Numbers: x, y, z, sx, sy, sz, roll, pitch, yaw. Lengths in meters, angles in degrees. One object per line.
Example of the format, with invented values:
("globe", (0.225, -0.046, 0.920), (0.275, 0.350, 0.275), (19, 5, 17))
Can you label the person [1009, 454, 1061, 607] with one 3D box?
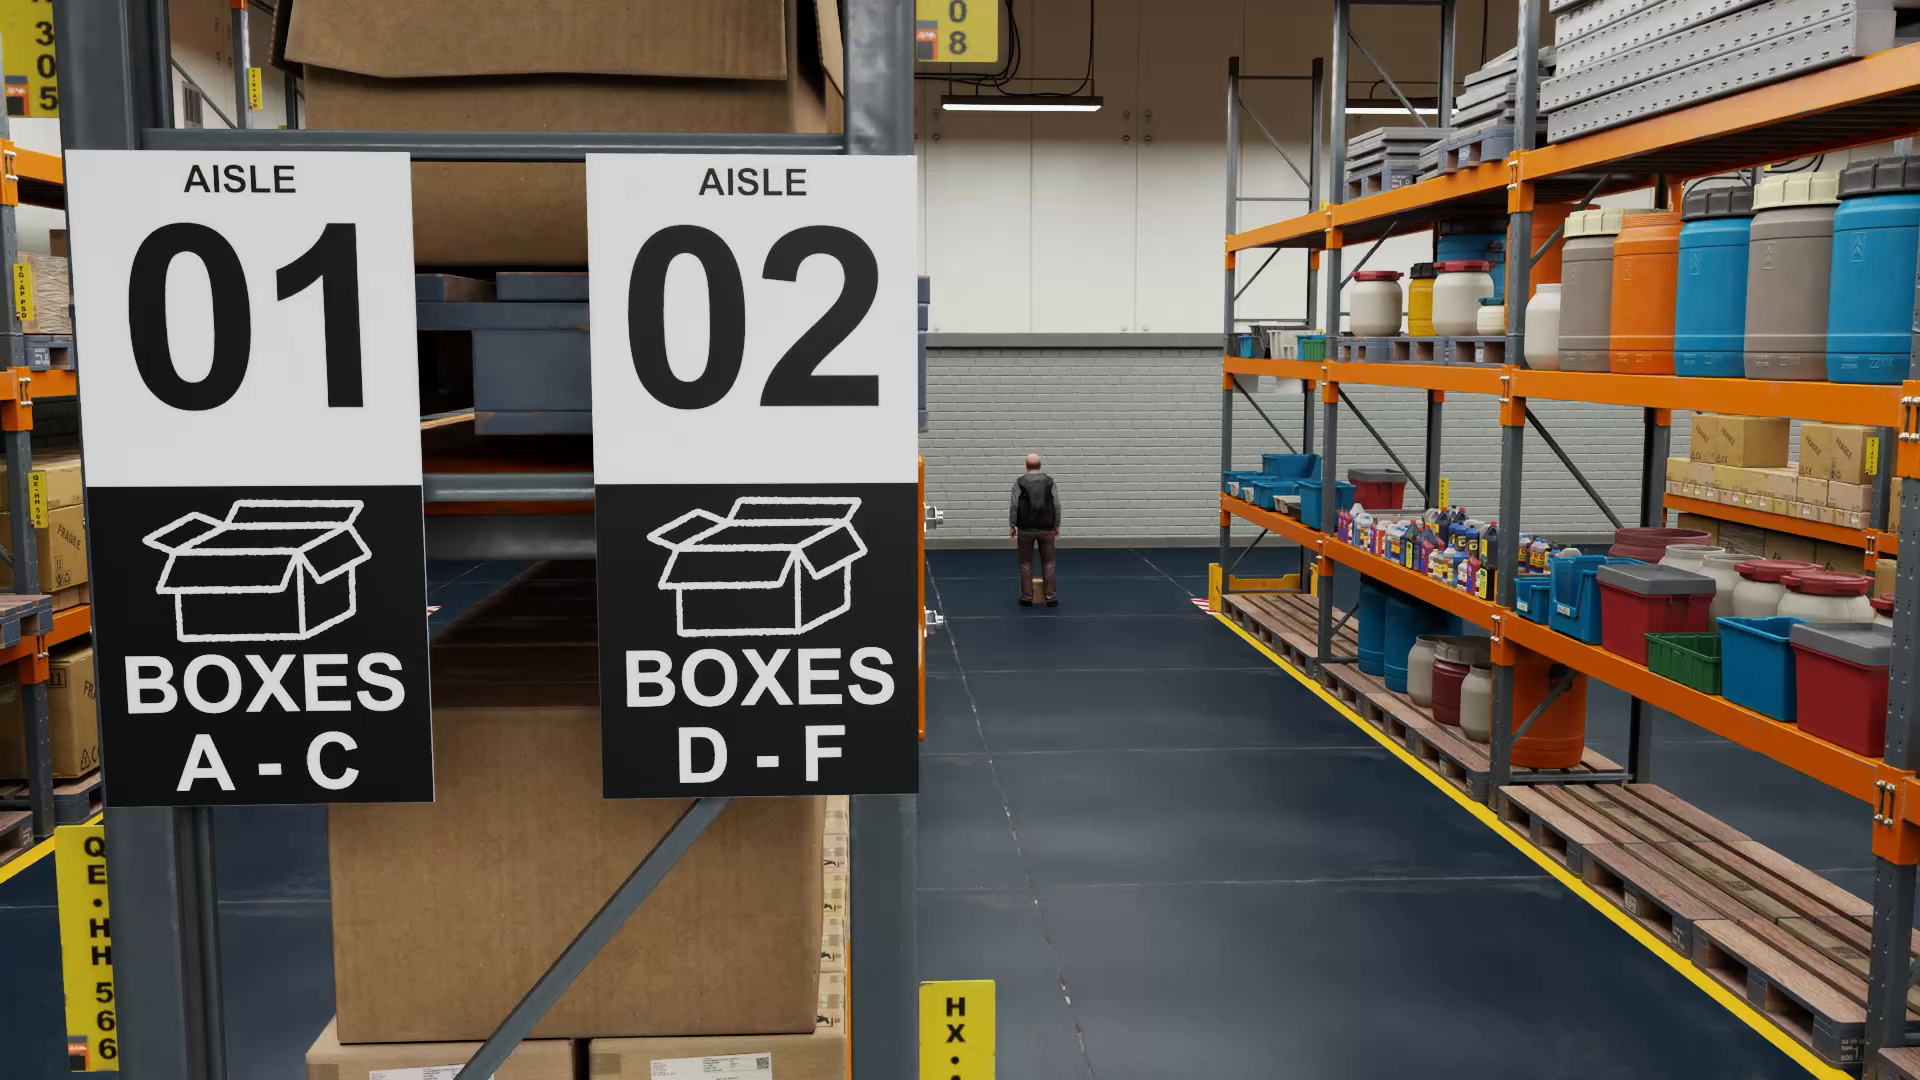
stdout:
("person", (0.847, -0.111, 18.775), (0.588, 1.721, 0.462), (-1, 7, -5))
